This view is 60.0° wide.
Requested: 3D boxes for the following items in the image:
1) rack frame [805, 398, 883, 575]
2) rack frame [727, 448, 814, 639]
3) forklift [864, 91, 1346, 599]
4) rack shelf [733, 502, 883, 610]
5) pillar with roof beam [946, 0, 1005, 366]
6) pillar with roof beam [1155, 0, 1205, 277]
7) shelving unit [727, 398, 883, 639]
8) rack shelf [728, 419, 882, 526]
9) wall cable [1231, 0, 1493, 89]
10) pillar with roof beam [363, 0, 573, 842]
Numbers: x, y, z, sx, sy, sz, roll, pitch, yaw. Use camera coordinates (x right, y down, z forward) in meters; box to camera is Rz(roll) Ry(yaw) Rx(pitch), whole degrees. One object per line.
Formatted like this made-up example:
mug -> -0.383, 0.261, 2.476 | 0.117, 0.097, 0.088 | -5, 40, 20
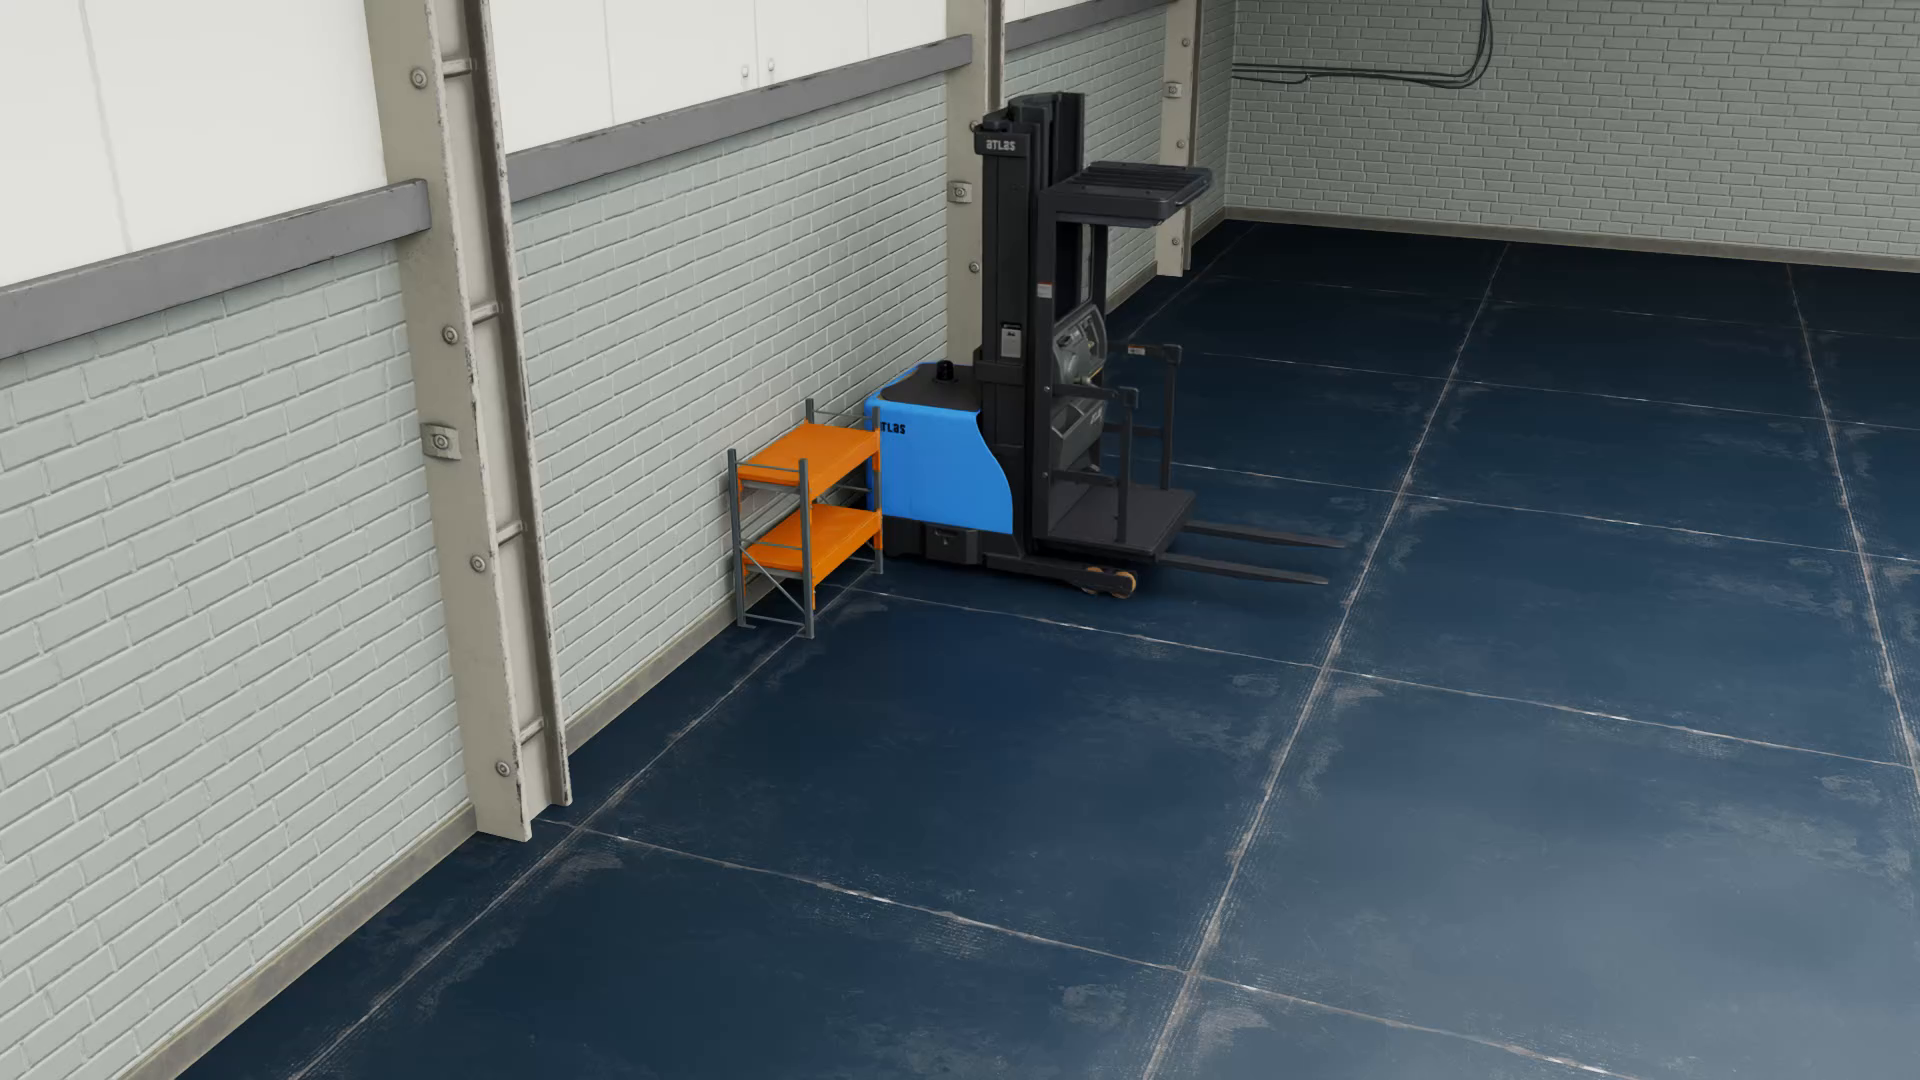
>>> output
rack frame -> -0.734, -0.336, 10.596 | 0.500, 1.125, 0.032 | 9, 24, 20
rack frame -> -1.103, 0.029, 9.722 | 0.500, 1.125, 0.032 | 9, 24, 20
forklift -> 0.938, -1.219, 10.366 | 3.031, 2.935, 1.130 | 9, 24, 20
rack shelf -> -0.918, 0.072, 10.253 | 0.538, 0.278, 1.000 | 9, 24, 20
pillar with roof beam -> 4.108, -4.351, 9.992 | 9.100, 9.000, 0.400 | 9, 24, 20
pillar with roof beam -> 6.336, -6.499, 15.132 | 9.100, 9.000, 0.400 | 9, 24, 20
shelving unit -> -0.918, -0.154, 10.159 | 0.538, 1.125, 1.048 | 9, 24, 20
rack shelf -> -0.918, -0.424, 10.046 | 0.538, 0.278, 1.000 | 9, 24, 20
wall cable -> 4.661, -6.547, 19.277 | 3.097, 2.526, 0.112 | 9, 24, 20
pillar with roof beam -> 1.879, -2.204, 4.852 | 9.100, 9.000, 0.400 | 9, 24, 20
